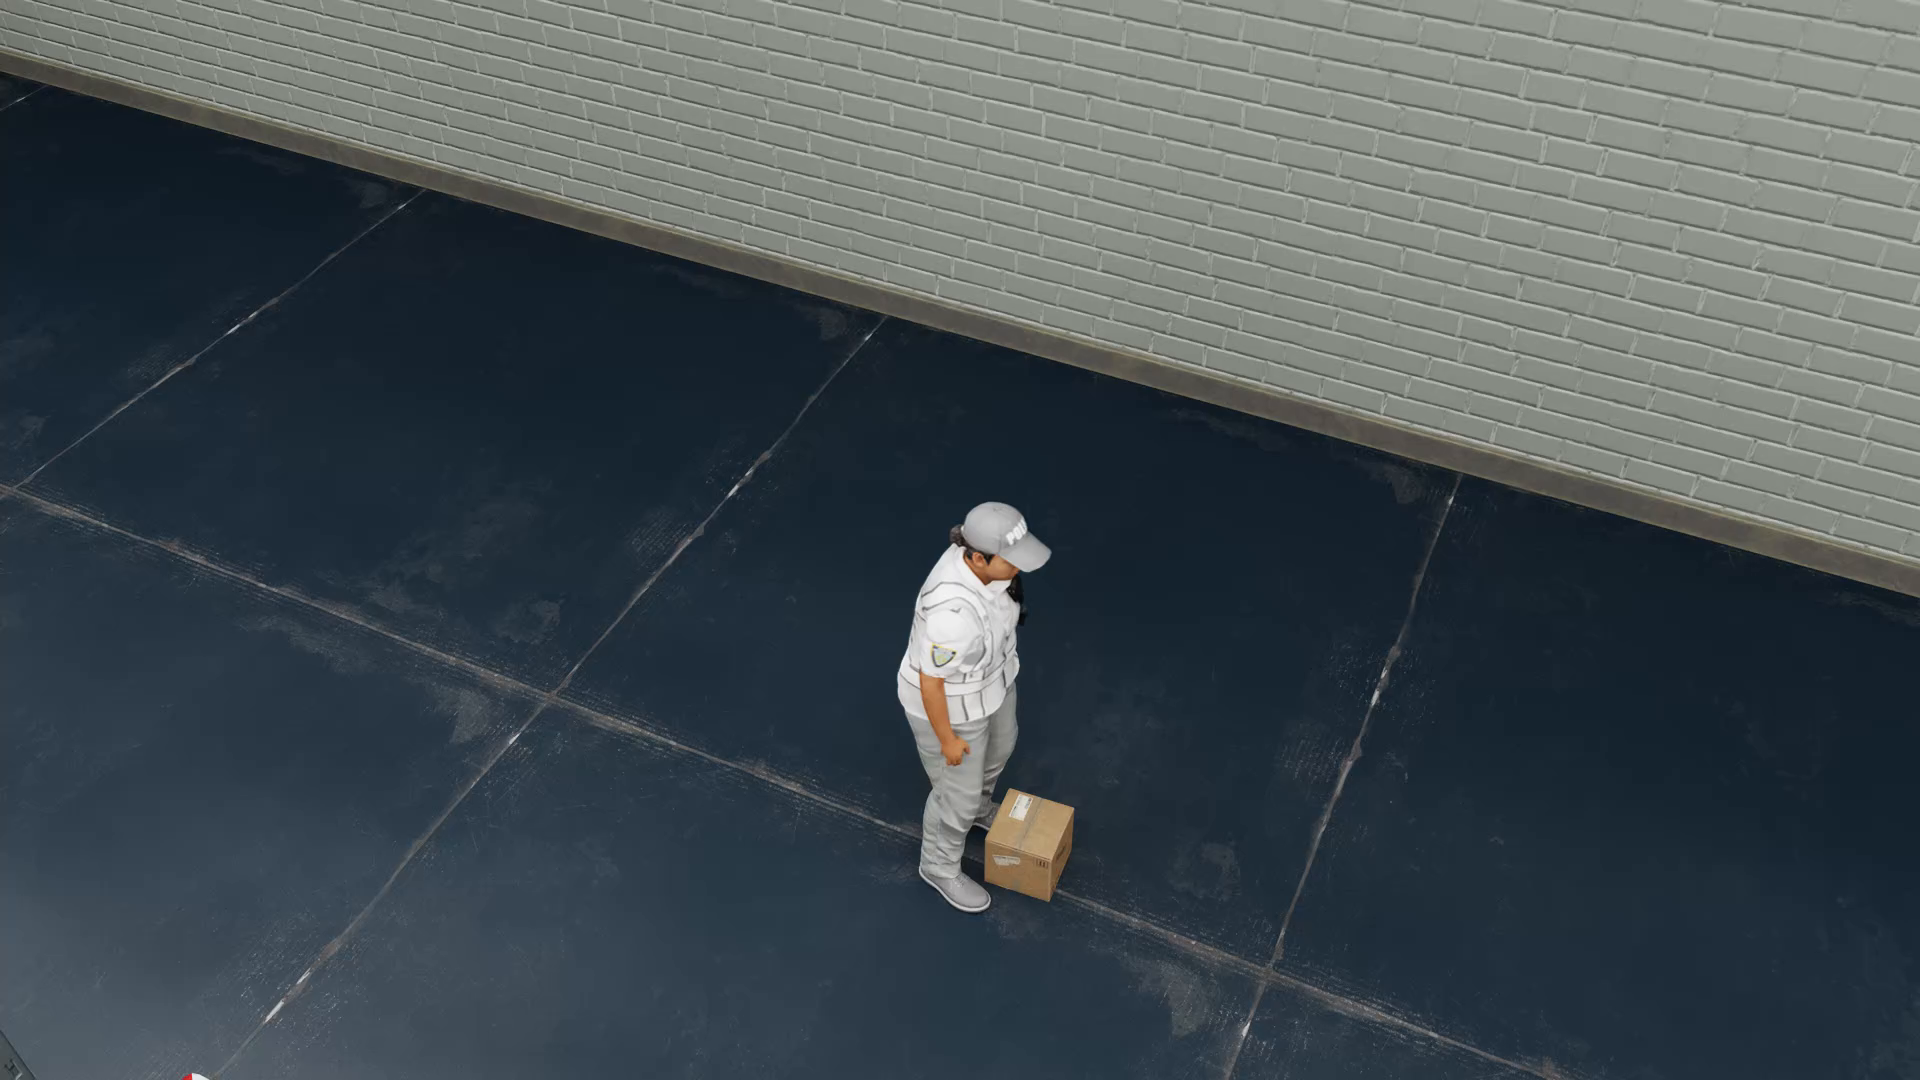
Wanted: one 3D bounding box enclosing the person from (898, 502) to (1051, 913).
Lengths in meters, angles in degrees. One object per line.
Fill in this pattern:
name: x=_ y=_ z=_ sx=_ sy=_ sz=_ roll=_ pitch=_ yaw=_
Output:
person: x=0.046 y=0.523 z=5.579 sx=0.468 sy=1.666 sz=0.541 roll=17 pitch=45 yaw=18
